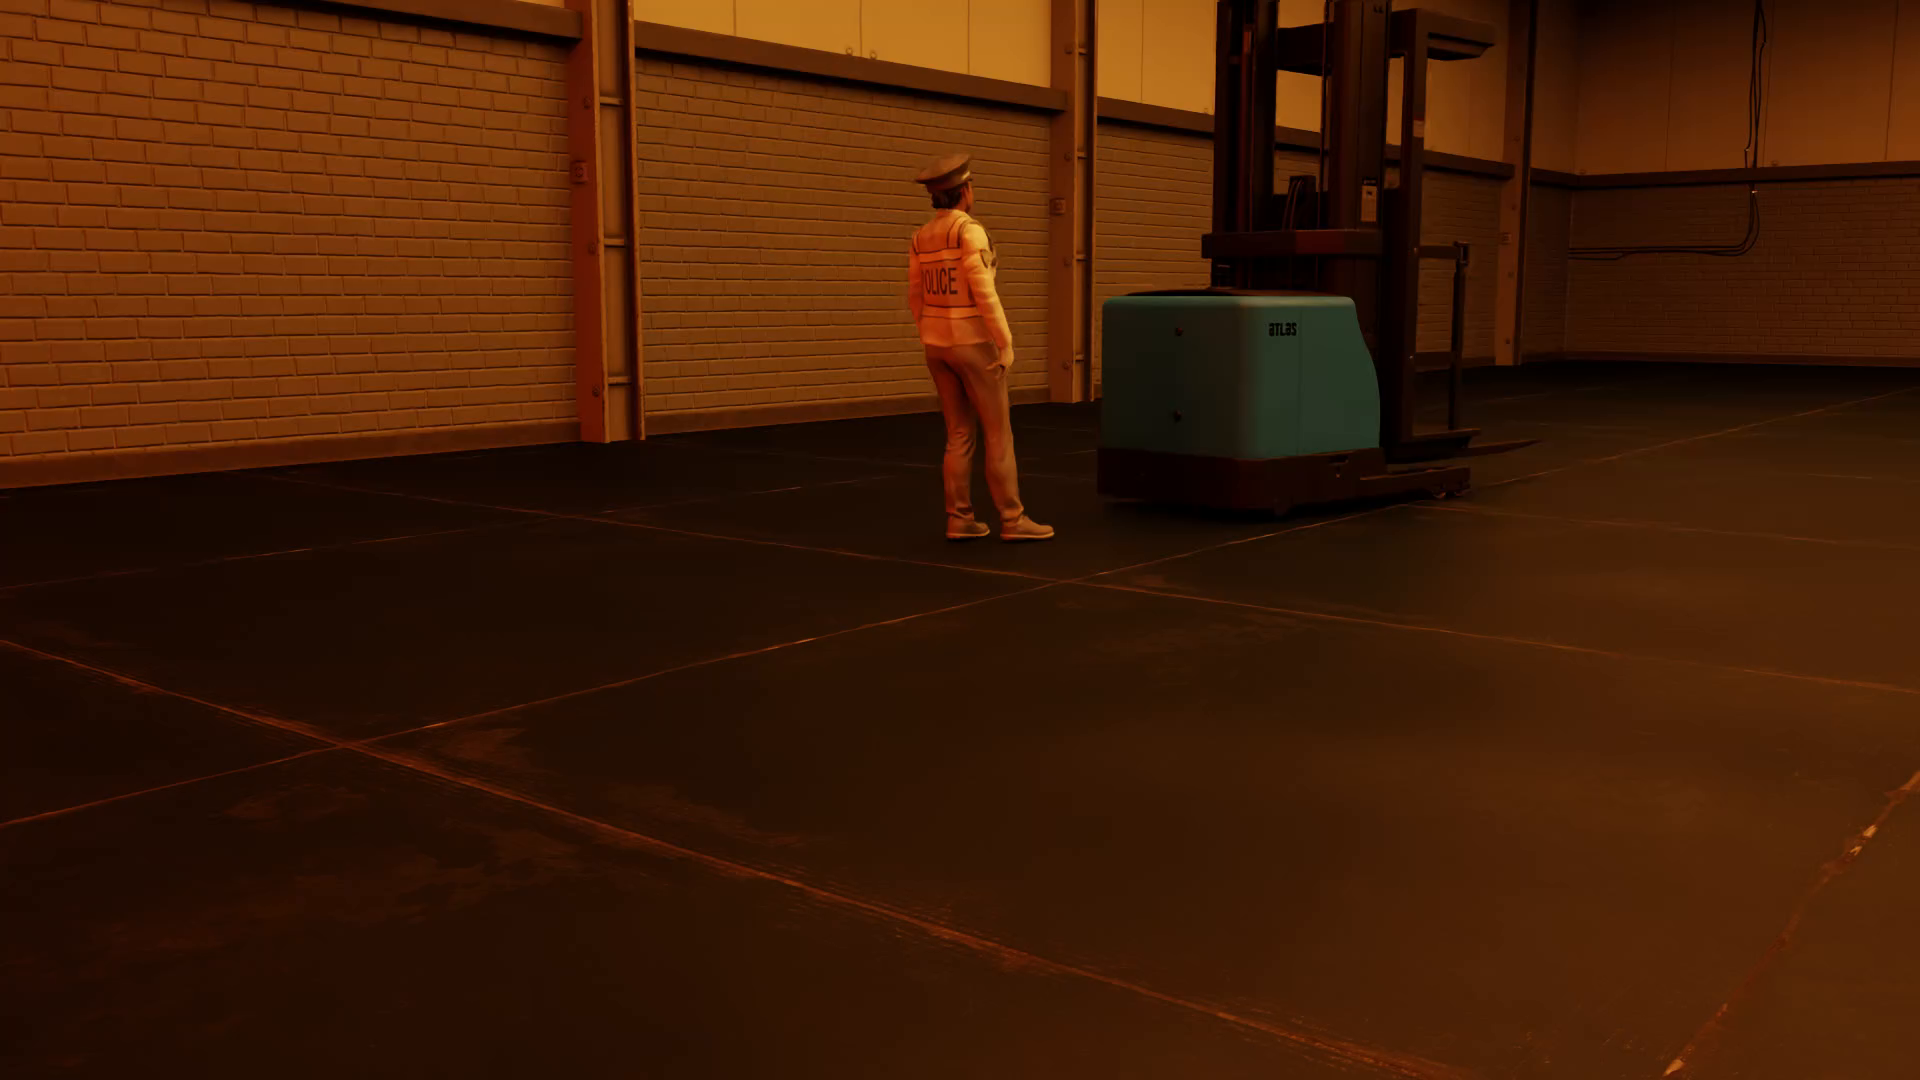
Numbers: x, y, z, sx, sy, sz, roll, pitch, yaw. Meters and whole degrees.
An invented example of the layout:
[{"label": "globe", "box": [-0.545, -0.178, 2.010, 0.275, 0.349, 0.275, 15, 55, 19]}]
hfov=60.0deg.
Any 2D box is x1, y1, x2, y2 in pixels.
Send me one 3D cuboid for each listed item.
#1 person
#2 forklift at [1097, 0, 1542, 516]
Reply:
[{"label": "person", "box": [0.066, -0.844, 7.357, 0.555, 1.693, 0.585, -7, 11, -40]}, {"label": "forklift", "box": [2.140, -1.717, 9.016, 3.031, 2.935, 1.130, -7, 11, -41]}]
